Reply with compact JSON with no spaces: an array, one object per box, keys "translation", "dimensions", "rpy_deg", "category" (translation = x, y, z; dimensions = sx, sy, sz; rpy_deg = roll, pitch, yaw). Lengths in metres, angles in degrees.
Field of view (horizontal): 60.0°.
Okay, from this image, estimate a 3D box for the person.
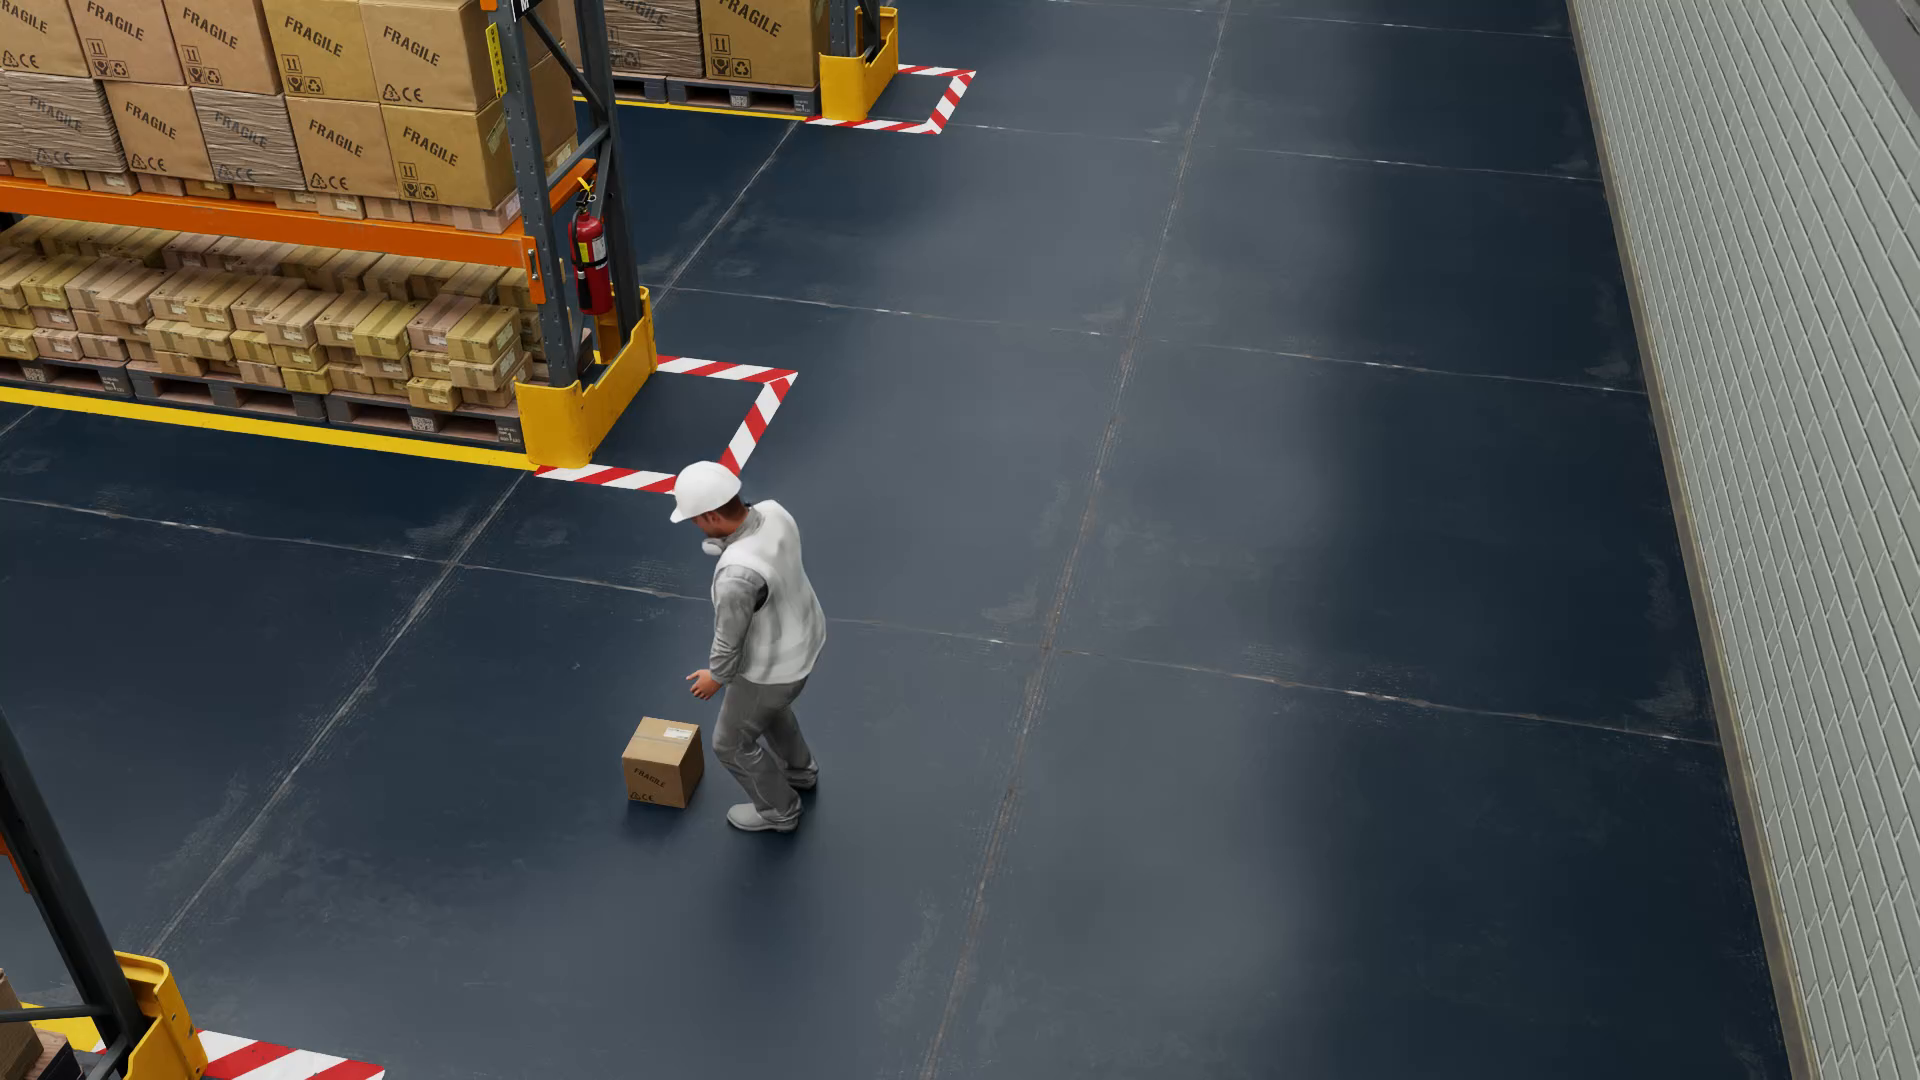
[{"translation":[-0.798,0.429,6.435],"dimensions":[0.516,1.695,0.567],"rpy_deg":[8,37,11],"category":"person"}]
